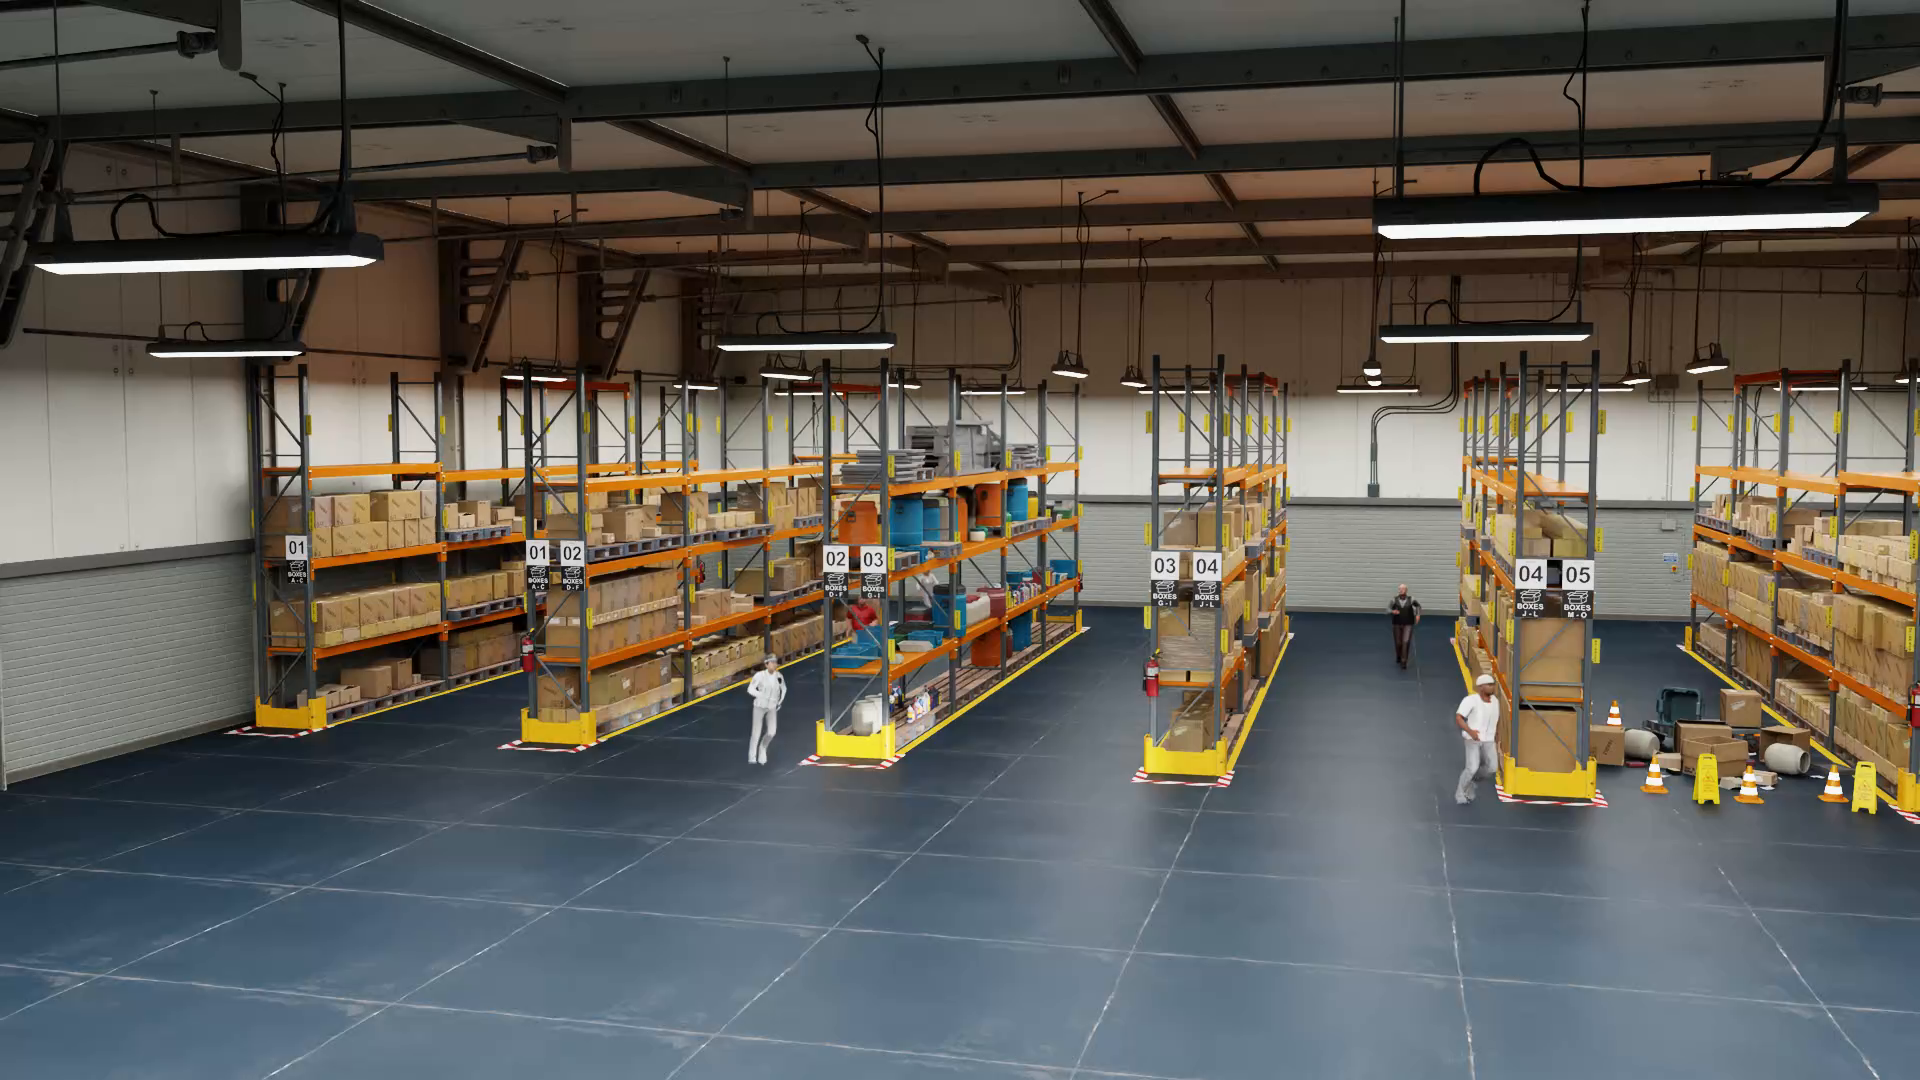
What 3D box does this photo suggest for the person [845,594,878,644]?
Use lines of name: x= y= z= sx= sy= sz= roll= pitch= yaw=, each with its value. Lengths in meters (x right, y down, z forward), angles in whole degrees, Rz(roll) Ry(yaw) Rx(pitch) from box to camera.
person: x=-1.945 y=1.896 z=32.745 sx=0.651 sy=1.684 sz=0.602 roll=0 pitch=4 yaw=-1

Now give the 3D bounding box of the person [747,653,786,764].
person: x=-2.844 y=2.490 z=24.556 sx=0.579 sy=1.647 sz=0.590 roll=-1 pitch=4 yaw=-18

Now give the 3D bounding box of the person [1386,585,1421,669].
person: x=9.096 y=1.759 z=34.177 sx=0.666 sy=1.670 sz=1.066 roll=2 pitch=4 yaw=21

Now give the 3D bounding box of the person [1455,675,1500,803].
person: x=6.890 y=2.630 z=21.942 sx=0.740 sy=1.699 sz=0.544 roll=-1 pitch=4 yaw=-16

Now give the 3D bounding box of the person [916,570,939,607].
person: x=-0.791 y=1.393 z=41.212 sx=0.579 sy=1.540 sz=0.490 roll=-1 pitch=4 yaw=-7
